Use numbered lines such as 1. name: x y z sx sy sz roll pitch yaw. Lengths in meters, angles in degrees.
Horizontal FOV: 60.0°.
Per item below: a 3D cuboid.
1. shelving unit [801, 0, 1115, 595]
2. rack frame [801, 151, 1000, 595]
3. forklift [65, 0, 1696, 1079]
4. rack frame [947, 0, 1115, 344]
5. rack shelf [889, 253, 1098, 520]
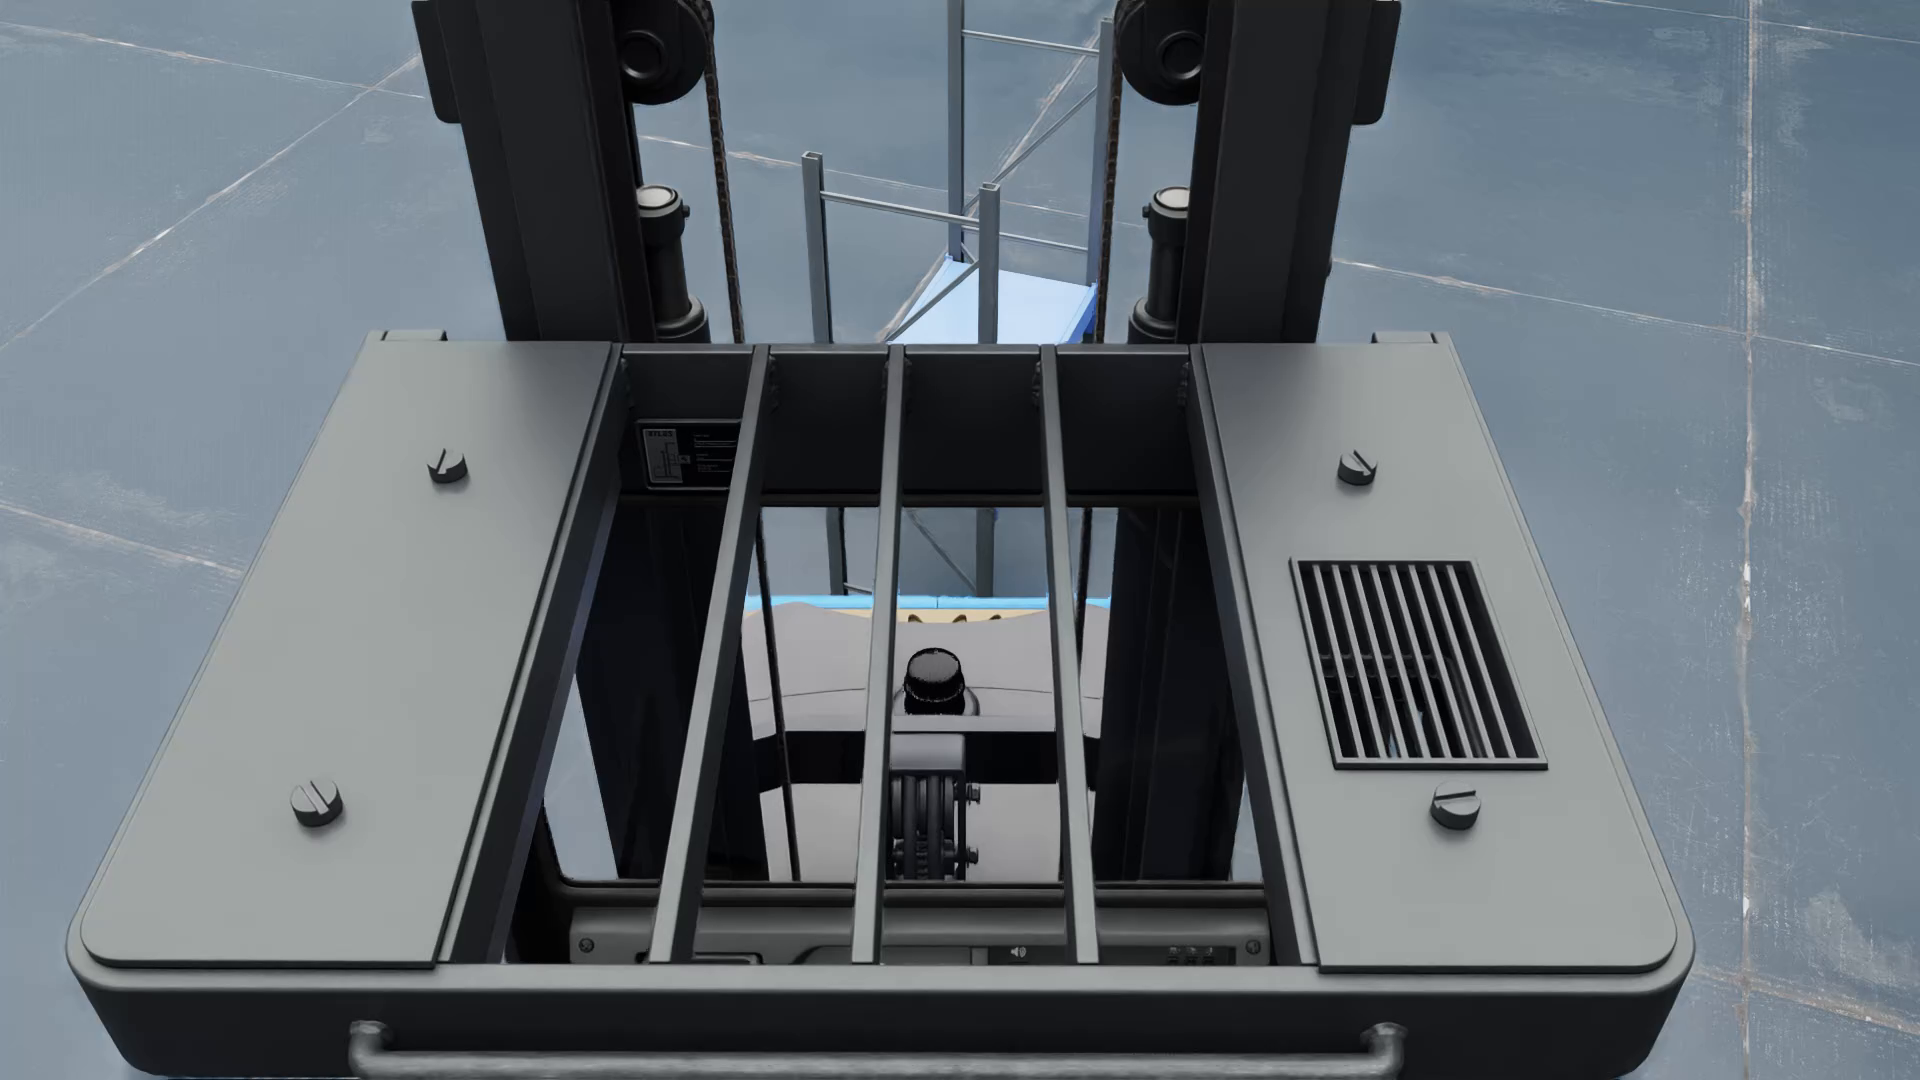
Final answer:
1. shelving unit: 0.029 -0.623 4.824 0.538 1.500 1.048 13 42 15
2. rack frame: -0.145 -0.313 4.461 0.500 1.500 0.032 13 42 15
3. forklift: -0.052 0.770 2.089 1.130 2.935 3.031 0 40 0
4. rack frame: 0.203 -0.933 5.188 0.500 1.500 0.032 13 42 15
5. rack shelf: 0.029 -0.486 4.941 0.538 0.185 1.000 13 42 15
